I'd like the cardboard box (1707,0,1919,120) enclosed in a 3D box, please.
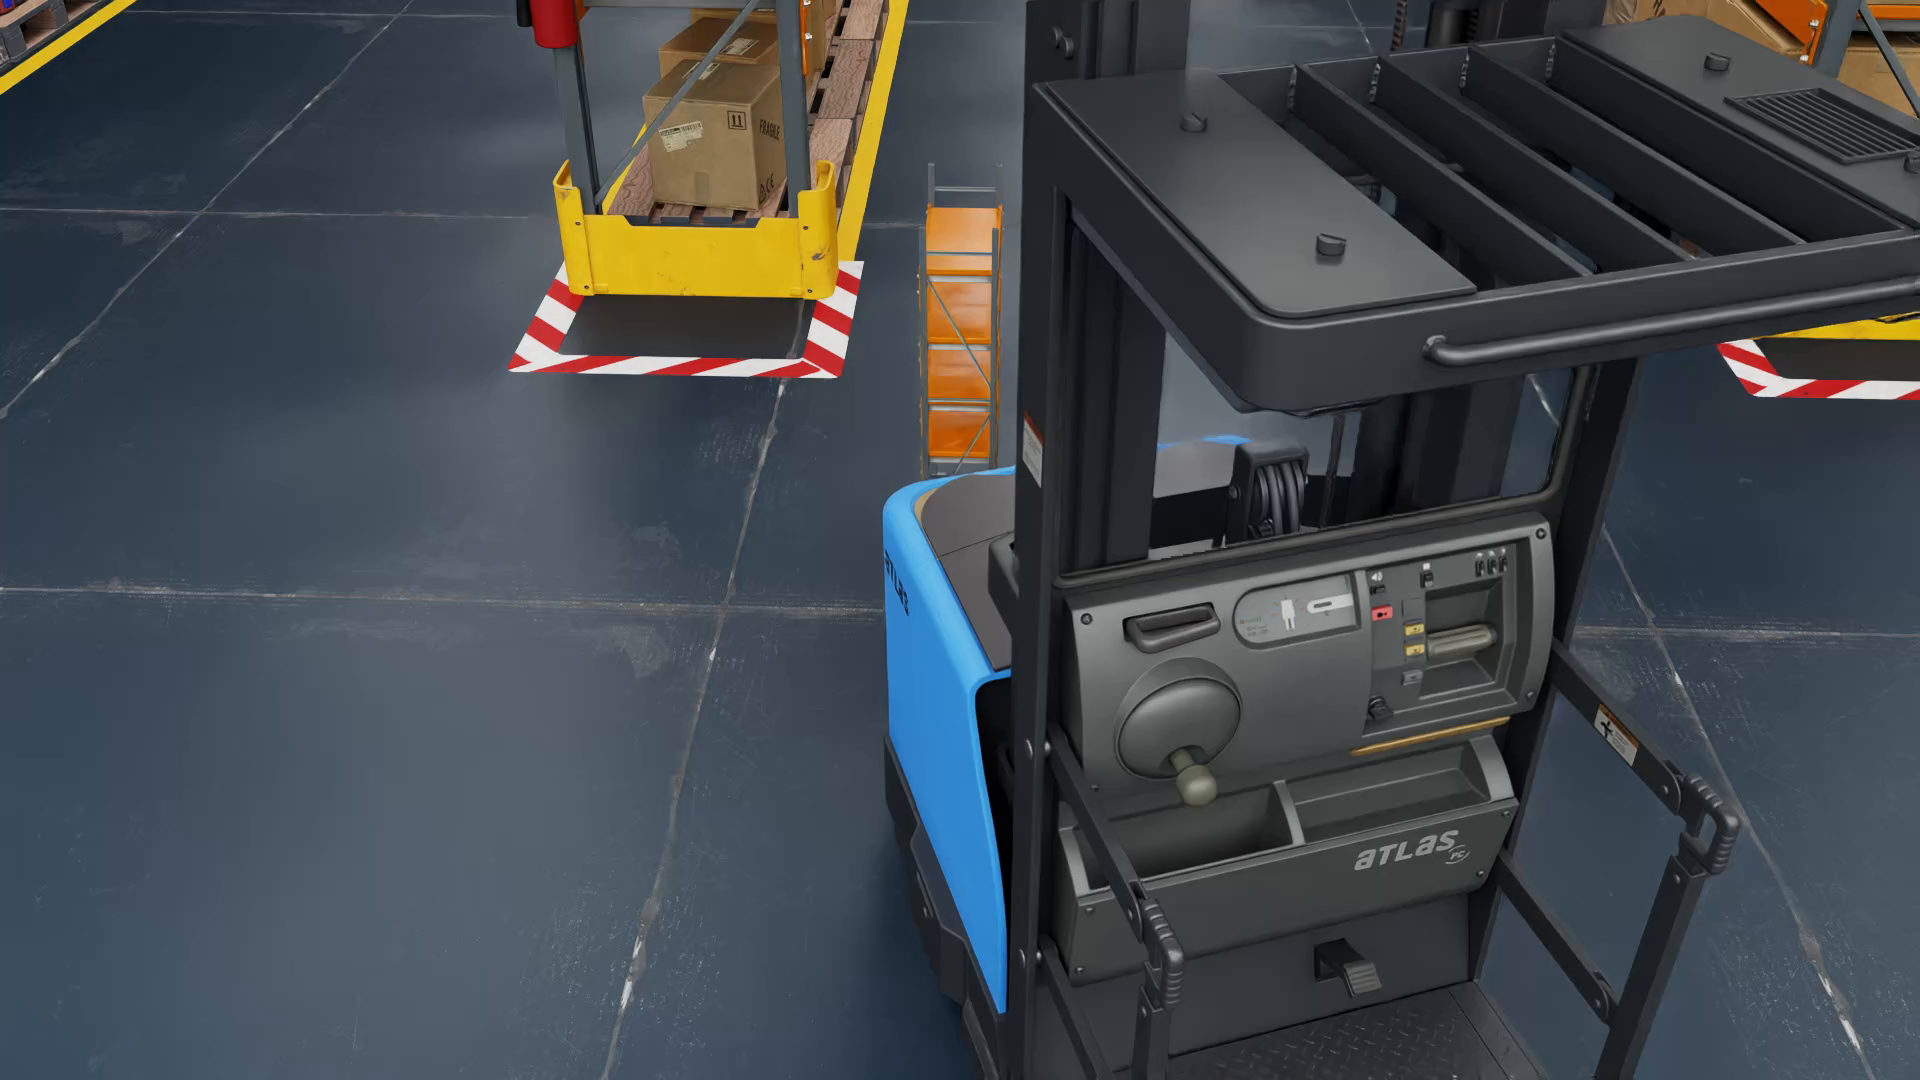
[{"bbox_3d":[3.776,-1.863,7.275,0.875,0.875,0.875,2,35,2],"label":"cardboard box"}]

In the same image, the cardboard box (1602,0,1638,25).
[{"bbox_3d":[3.848,-2.892,8.739,0.875,0.875,0.875,2,35,2],"label":"cardboard box"}]

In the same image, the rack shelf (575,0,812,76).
[{"bbox_3d":[-1.056,-3.197,8.315,1.077,0.370,4.000,1,35,2],"label":"rack shelf"}]

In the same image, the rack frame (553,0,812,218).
[{"bbox_3d":[-1.137,-2.342,6.474,1.000,3.000,0.127,1,35,2],"label":"rack frame"}]

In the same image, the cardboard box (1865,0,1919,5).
[{"bbox_3d":[3.785,-2.445,6.490,0.875,0.550,0.550,1,35,2],"label":"cardboard box"}]

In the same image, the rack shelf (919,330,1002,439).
[{"bbox_3d":[0.007,-0.531,5.579,0.258,0.148,0.480,1,35,2],"label":"rack shelf"}]

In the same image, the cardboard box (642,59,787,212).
[{"bbox_3d":[-1.095,-1.849,7.582,0.500,0.500,0.500,8,36,11],"label":"cardboard box"}]

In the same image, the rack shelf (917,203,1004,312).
[{"bbox_3d":[0.007,-0.908,5.314,0.258,0.148,0.480,1,35,2],"label":"rack shelf"}]

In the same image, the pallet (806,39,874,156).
[{"bbox_3d":[-1.014,-2.410,8.995,1.003,0.211,1.213,1,35,2],"label":"pallet"}]

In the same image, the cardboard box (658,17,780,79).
[{"bbox_3d":[-1.105,-2.194,8.071,0.500,0.500,0.500,10,36,14],"label":"cardboard box"}]

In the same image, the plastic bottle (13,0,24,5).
[{"bbox_3d":[-5.671,-3.364,9.849,0.144,0.351,0.185,0,35,0],"label":"plastic bottle"}]

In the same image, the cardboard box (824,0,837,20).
[{"bbox_3d":[-1.047,-3.231,9.547,0.500,0.500,0.500,12,37,17],"label":"cardboard box"}]

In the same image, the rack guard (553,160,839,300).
[{"bbox_3d":[-1.134,-1.363,7.255,1.175,0.500,0.348,1,35,2],"label":"rack guard"}]

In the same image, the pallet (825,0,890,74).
[{"bbox_3d":[-0.968,-3.113,9.995,1.003,0.211,1.213,1,35,2],"label":"pallet"}]

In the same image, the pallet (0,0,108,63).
[{"bbox_3d":[-5.994,-3.229,10.161,1.003,0.211,1.213,1,35,2],"label":"pallet"}]

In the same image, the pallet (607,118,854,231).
[{"bbox_3d":[-1.066,-1.711,8.001,1.003,0.211,1.213,1,35,2],"label":"pallet"}]

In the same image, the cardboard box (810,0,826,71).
[{"bbox_3d":[-0.994,-2.873,9.037,0.500,0.500,0.500,-2,35,-2],"label":"cardboard box"}]

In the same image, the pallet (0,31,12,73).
[{"bbox_3d":[-6.040,-2.526,9.161,1.003,0.211,1.213,1,35,2],"label":"pallet"}]

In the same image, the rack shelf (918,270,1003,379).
[{"bbox_3d":[0.007,-0.714,5.450,0.258,0.148,0.480,1,35,2],"label":"rack shelf"}]

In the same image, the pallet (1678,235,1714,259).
[{"bbox_3d":[3.769,-1.490,7.686,1.003,0.211,1.213,1,35,2],"label":"pallet"}]

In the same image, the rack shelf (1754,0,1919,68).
[{"bbox_3d":[3.896,-3.024,8.070,1.077,0.370,4.000,1,35,2],"label":"rack shelf"}]

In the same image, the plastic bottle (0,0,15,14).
[{"bbox_3d":[-5.635,-3.242,9.734,0.061,0.283,0.133,4,35,5],"label":"plastic bottle"}]

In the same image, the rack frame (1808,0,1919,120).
[{"bbox_3d":[3.815,-2.169,6.228,1.000,3.000,0.127,1,35,2],"label":"rack frame"}]

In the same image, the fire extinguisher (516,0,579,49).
[{"bbox_3d":[-1.602,-2.255,6.417,0.296,0.674,0.183,1,35,2],"label":"fire extinguisher"}]

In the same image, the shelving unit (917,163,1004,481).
[{"bbox_3d":[0.007,-0.586,5.540,0.258,1.200,0.503,1,35,2],"label":"shelving unit"}]

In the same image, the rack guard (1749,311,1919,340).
[{"bbox_3d":[3.814,-1.133,6.927,1.175,0.500,0.348,1,35,2],"label":"rack guard"}]

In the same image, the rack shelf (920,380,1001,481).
[{"bbox_3d":[0.007,-0.369,5.693,0.258,0.148,0.480,1,35,2],"label":"rack shelf"}]

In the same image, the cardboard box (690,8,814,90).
[{"bbox_3d":[-1.061,-2.553,8.583,0.500,0.500,0.500,4,35,6],"label":"cardboard box"}]

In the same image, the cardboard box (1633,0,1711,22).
[{"bbox_3d":[3.810,-2.369,7.994,0.875,0.875,0.875,1,35,1],"label":"cardboard box"}]

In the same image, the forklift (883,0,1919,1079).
[{"bbox_3d":[0.707,0.278,2.806,1.130,2.935,3.031,-10,36,-14],"label":"forklift"}]

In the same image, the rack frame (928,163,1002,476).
[{"bbox_3d":[0.016,-0.726,5.740,0.240,1.200,0.015,1,35,2],"label":"rack frame"}]

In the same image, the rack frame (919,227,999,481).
[{"bbox_3d":[-0.003,-0.446,5.341,0.240,1.200,0.015,1,35,2],"label":"rack frame"}]
